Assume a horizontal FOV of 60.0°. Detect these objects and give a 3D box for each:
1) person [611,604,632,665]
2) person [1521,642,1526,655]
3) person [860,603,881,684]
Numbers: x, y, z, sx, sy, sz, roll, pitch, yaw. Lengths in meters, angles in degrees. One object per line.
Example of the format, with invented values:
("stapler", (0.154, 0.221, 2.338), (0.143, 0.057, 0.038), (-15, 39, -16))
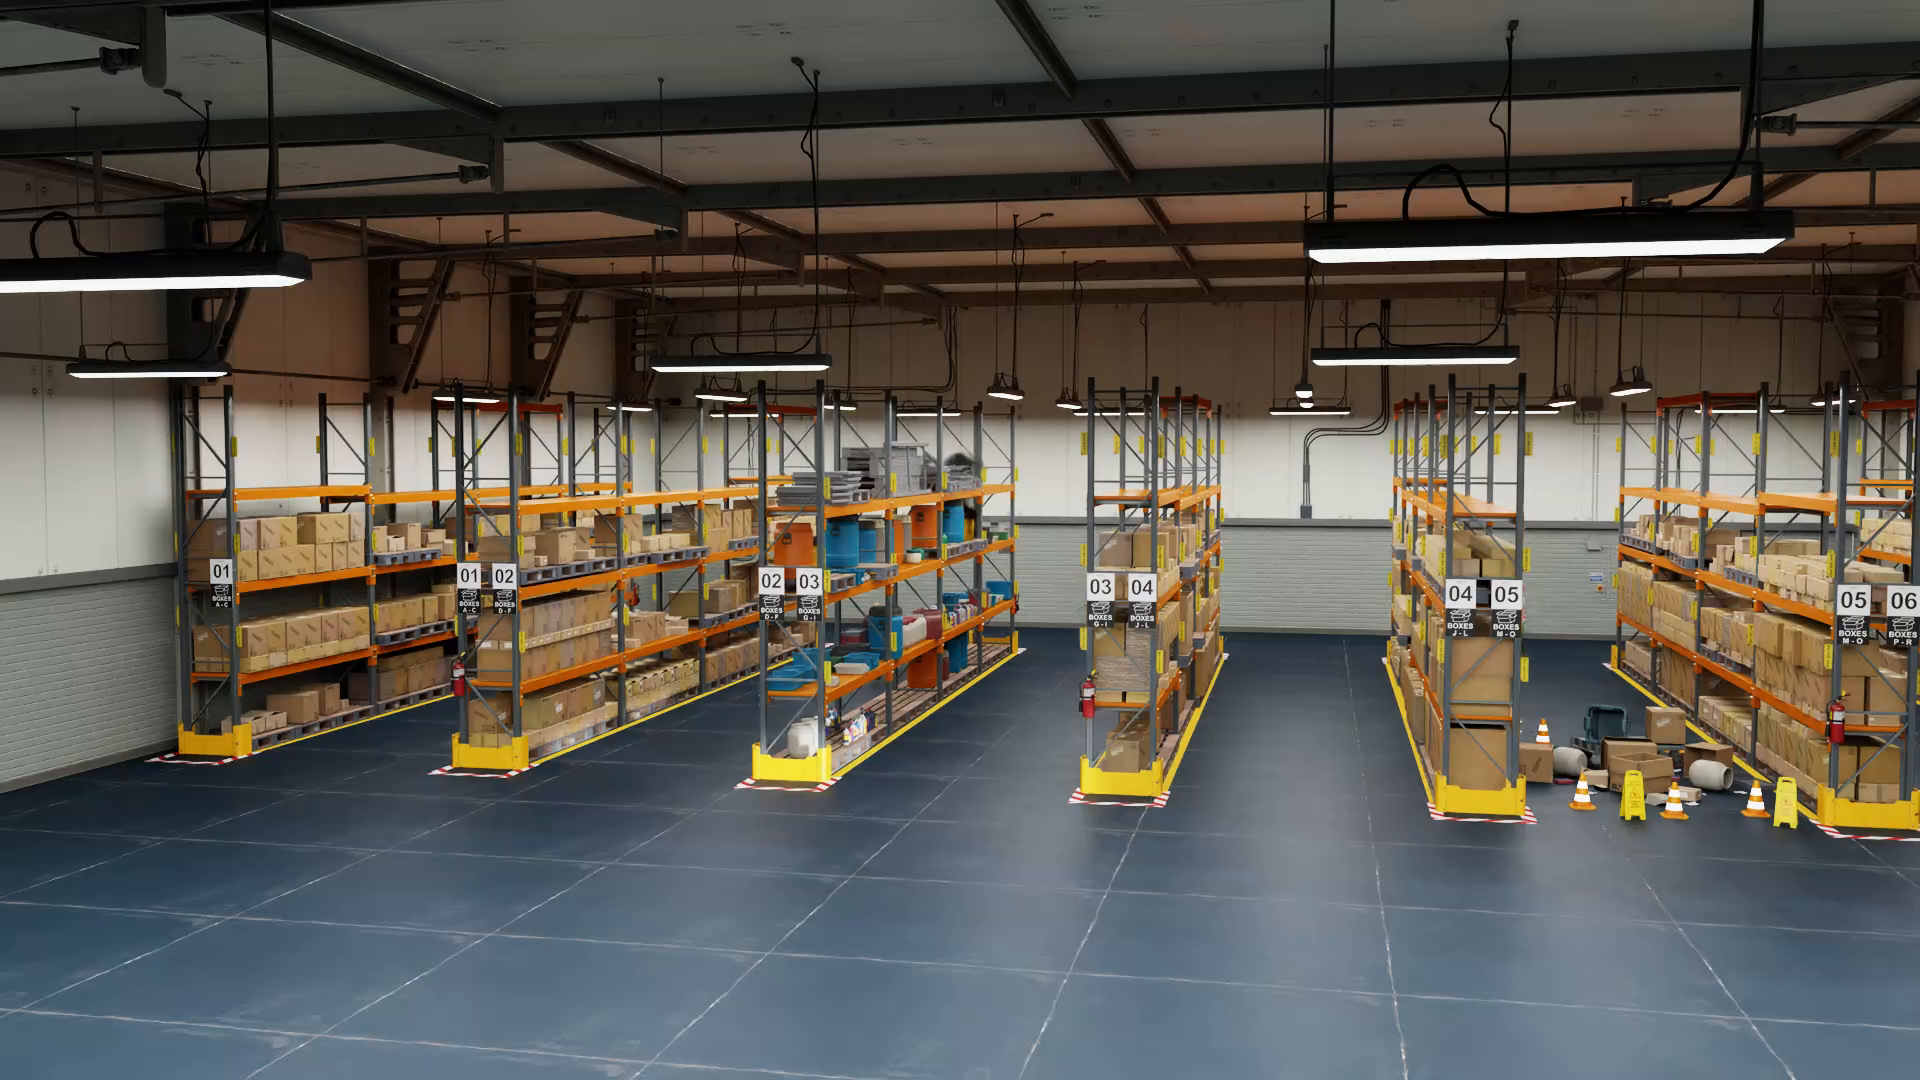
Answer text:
("person", (-7.677, 2.158, 37.639), (0.639, 1.493, 0.790), (0, 3, -7))
("person", (12.952, 1.908, 39.295), (0.826, 1.814, 0.647), (0, 3, -4))
("person", (-1.762, 2.179, 35.109), (0.704, 1.717, 0.674), (0, 3, 2))
